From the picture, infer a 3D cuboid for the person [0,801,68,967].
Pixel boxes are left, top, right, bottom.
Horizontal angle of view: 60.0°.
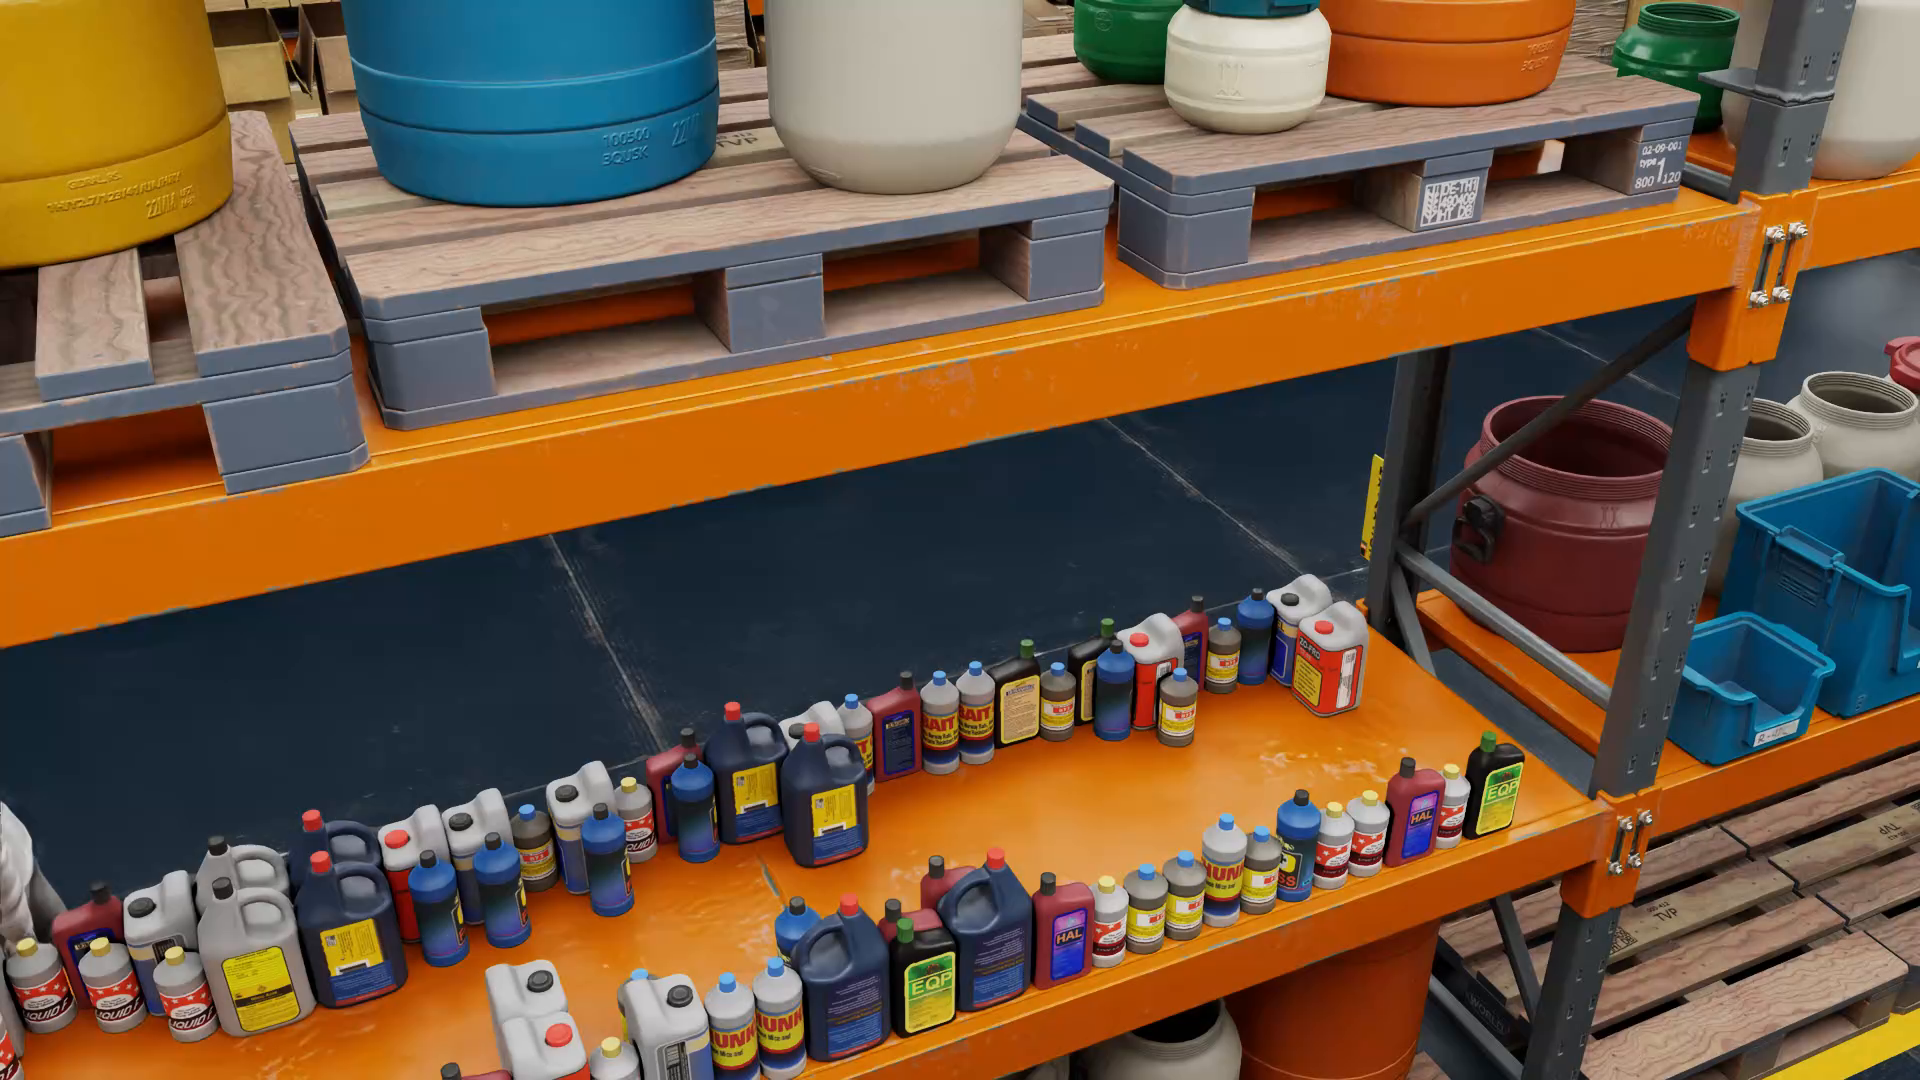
[{"bbox_3d":[-2.711,0.926,4.452,0.983,1.630,0.517,-13,32,-22],"label":"person"}]
